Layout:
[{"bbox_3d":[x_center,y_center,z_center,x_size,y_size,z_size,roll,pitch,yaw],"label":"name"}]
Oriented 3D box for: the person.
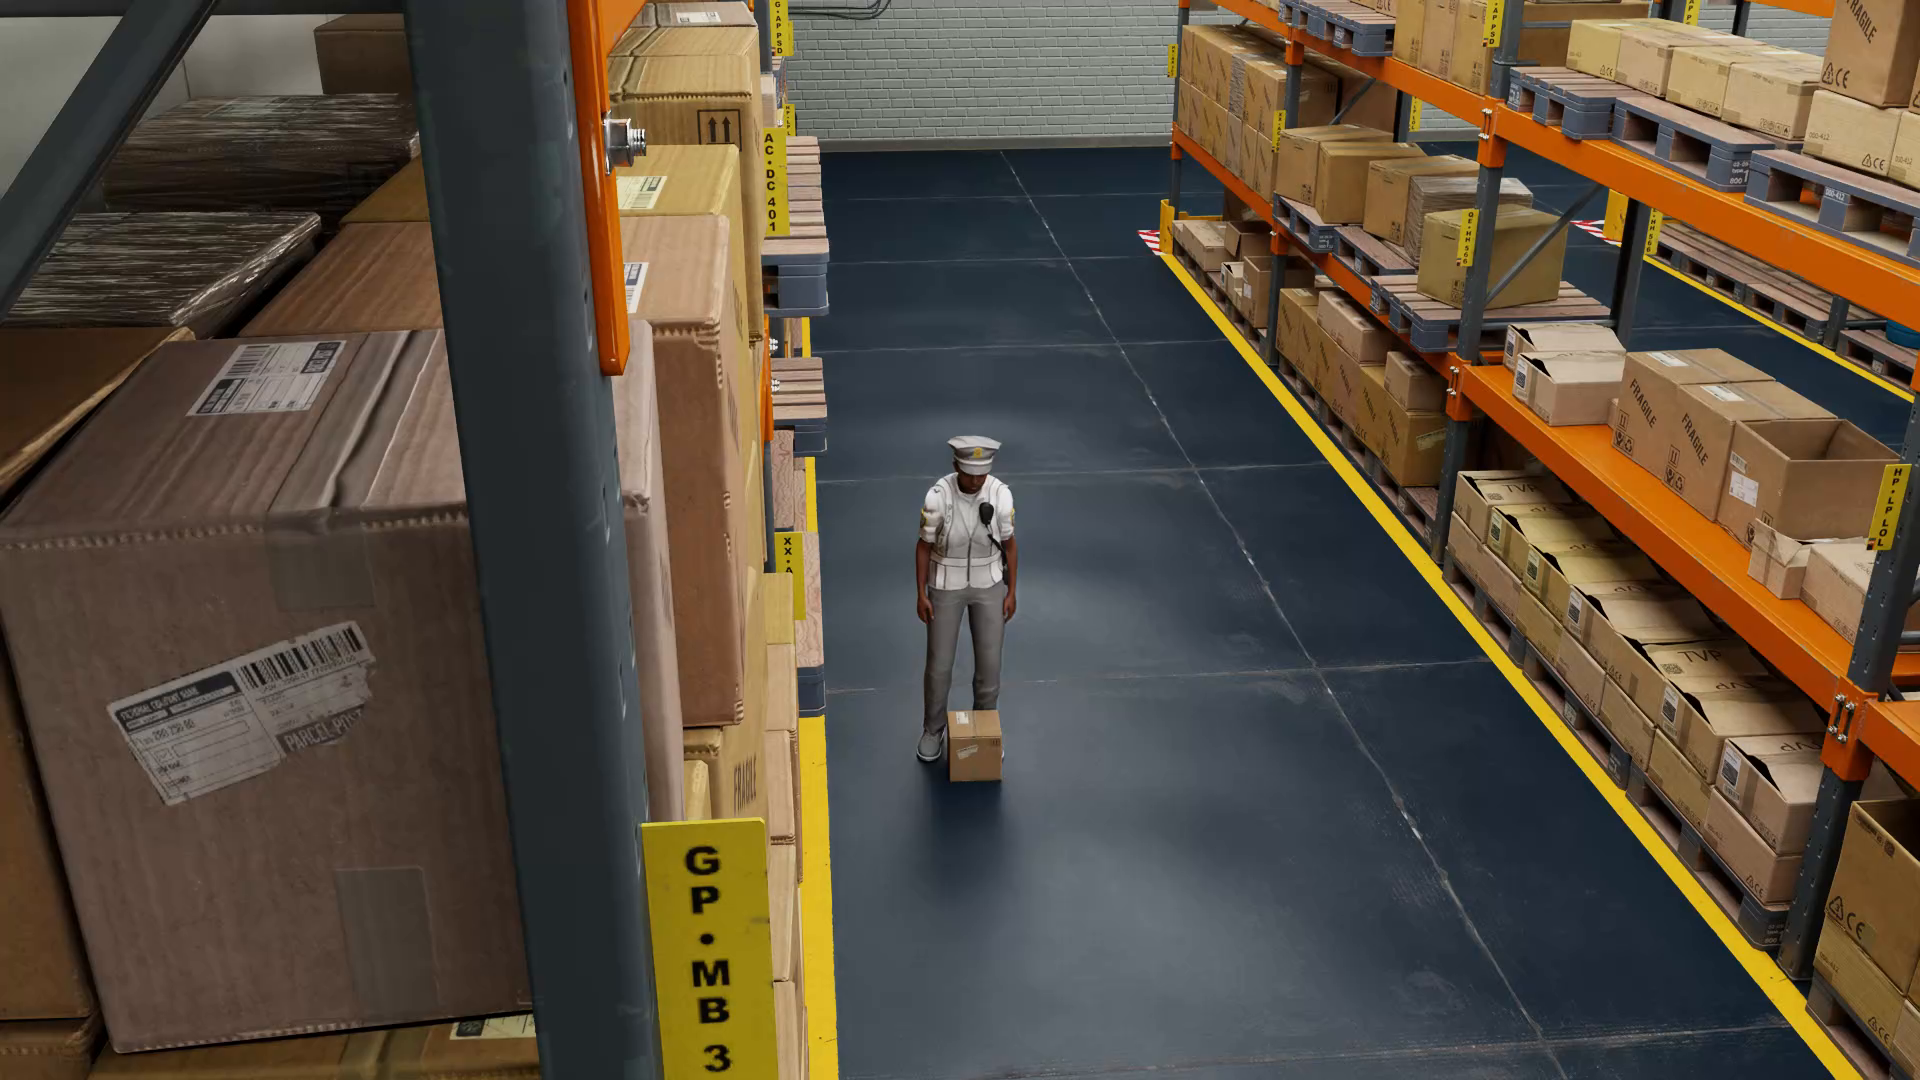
[{"bbox_3d":[0.029,0.267,8.001,0.503,1.656,0.421,-2,24,-5],"label":"person"}]
